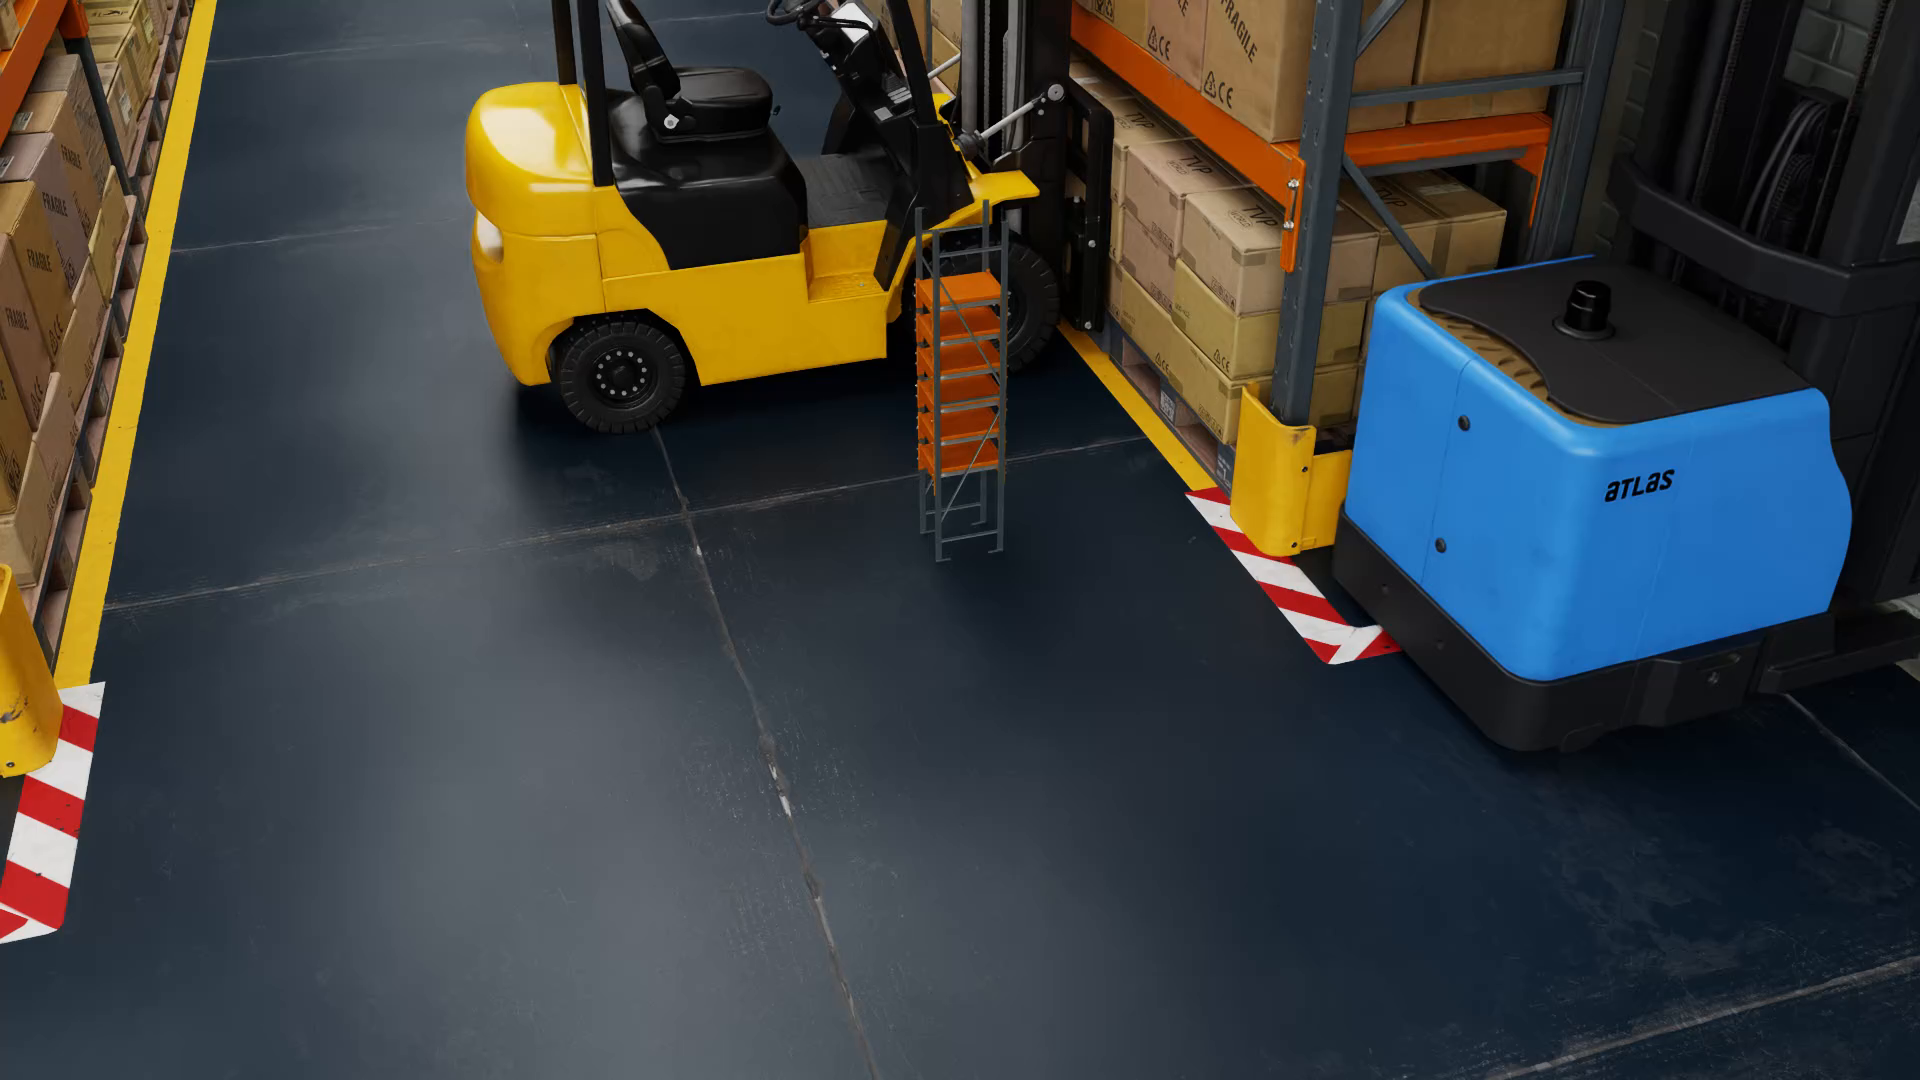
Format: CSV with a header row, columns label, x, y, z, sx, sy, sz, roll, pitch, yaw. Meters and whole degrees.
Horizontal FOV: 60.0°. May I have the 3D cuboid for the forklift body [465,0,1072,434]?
label,x,y,z,sx,sy,sz,roll,pitch,yaw
forklift body,-0.776,-1.721,6.403,2.313,2.155,1.214,-10,35,-15

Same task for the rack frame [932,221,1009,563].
label,x,y,z,sx,sy,sz,roll,pitch,yaw
rack frame,0.032,-0.445,5.335,0.240,1.200,0.006,-10,35,-15

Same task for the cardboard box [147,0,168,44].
label,x,y,z,sx,sy,sz,roll,pitch,yaw
cardboard box,-5.231,-3.144,9.790,0.950,0.372,0.625,-11,35,-16

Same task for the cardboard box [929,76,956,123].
label,x,y,z,sx,sy,sz,roll,pitch,yaw
cardboard box,0.151,-2.205,8.479,0.500,0.250,0.500,-10,35,-14

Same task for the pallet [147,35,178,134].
label,x,y,z,sx,sy,sz,roll,pitch,yaw
pallet,-5.021,-2.536,9.397,1.003,0.211,1.213,-10,35,-15

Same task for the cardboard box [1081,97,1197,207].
label,x,y,z,sx,sy,sz,roll,pitch,yaw
cardboard box,0.777,-1.551,6.582,0.500,0.250,0.500,-10,35,-14

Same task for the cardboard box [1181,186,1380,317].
label,x,y,z,sx,sy,sz,roll,pitch,yaw
cardboard box,1.102,-1.021,5.780,0.500,0.250,0.500,-9,34,-13

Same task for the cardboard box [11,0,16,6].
label,x,y,z,sx,sy,sz,roll,pitch,yaw
cardboard box,-3.931,-2.147,6.507,0.380,0.149,0.250,-10,35,-14

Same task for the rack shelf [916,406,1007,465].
label,x,y,z,sx,sy,sz,roll,pitch,yaw
rack shelf,0.004,-0.356,5.498,0.258,0.103,0.180,-10,35,-15

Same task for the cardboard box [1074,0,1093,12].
label,x,y,z,sx,sy,sz,roll,pitch,yaw
cardboard box,0.669,-2.447,6.642,0.500,0.500,0.500,-10,35,-14

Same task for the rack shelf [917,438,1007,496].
label,x,y,z,sx,sy,sz,roll,pitch,yaw
rack shelf,0.004,-0.256,5.565,0.258,0.103,0.180,-10,35,-15

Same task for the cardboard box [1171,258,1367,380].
label,x,y,z,sx,sy,sz,roll,pitch,yaw
cardboard box,1.093,-0.826,5.938,0.500,0.250,0.500,-10,35,-15

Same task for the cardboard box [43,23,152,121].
label,x,y,z,sx,sy,sz,roll,pitch,yaw
cardboard box,-4.792,-2.380,8.634,0.950,0.372,0.625,-8,34,-12

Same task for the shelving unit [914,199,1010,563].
label,x,y,z,sx,sy,sz,roll,pitch,yaw
shelving unit,0.004,-0.493,5.408,0.258,1.200,0.189,-10,35,-15

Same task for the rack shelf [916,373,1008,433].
label,x,y,z,sx,sy,sz,roll,pitch,yaw
rack shelf,0.004,-0.456,5.432,0.258,0.103,0.180,-10,35,-15

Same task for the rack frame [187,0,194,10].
label,x,y,z,sx,sy,sz,roll,pitch,yaw
rack frame,-5.627,-4.750,10.217,1.000,3.000,0.127,-10,35,-15

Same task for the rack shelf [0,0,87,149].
label,x,y,z,sx,sy,sz,roll,pitch,yaw
rack shelf,-3.797,-1.299,5.648,1.077,0.370,4.000,-10,35,-15

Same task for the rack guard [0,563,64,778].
label,x,y,z,sx,sy,sz,roll,pitch,yaw
rack guard,-3.210,0.454,4.610,1.175,0.500,0.348,-10,35,-15

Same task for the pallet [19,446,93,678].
label,x,y,z,sx,sy,sz,roll,pitch,yaw
pallet,-3.424,0.142,5.344,1.003,0.211,1.213,-10,35,-15

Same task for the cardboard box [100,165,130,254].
label,x,y,z,sx,sy,sz,roll,pitch,yaw
cardboard box,-3.970,-1.412,7.280,0.500,0.250,0.500,-8,34,-13

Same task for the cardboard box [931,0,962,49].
label,x,y,z,sx,sy,sz,roll,pitch,yaw
cardboard box,0.168,-2.625,8.207,0.500,0.250,0.500,-11,35,-15

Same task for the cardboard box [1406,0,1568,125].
label,x,y,z,sx,sy,sz,roll,pitch,yaw
cardboard box,1.653,-1.735,5.563,0.500,0.500,0.500,-9,34,-13

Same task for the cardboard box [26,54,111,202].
label,x,y,z,sx,sy,sz,roll,pitch,yaw
cardboard box,-3.971,-1.725,7.072,0.500,0.500,0.500,-10,35,-15

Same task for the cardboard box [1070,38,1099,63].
label,x,y,z,sx,sy,sz,roll,pitch,yaw
cardboard box,0.477,-2.095,7.406,0.500,0.250,0.500,-9,34,-13

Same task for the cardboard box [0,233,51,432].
label,x,y,z,sx,sy,sz,roll,pitch,yaw
cardboard box,-3.341,-0.646,5.440,0.500,0.500,0.500,-11,35,-17

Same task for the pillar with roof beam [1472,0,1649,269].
label,x,y,z,sx,sy,sz,roll,pitch,yaw
pillar with roof beam,-1.915,-3.682,3.160,9.100,9.000,0.400,-10,35,-15

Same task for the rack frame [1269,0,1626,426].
label,x,y,z,sx,sy,sz,roll,pitch,yaw
rack frame,1.539,-1.386,5.127,1.000,3.000,0.127,-10,35,-15

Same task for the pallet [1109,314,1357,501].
label,x,y,z,sx,sy,sz,roll,pitch,yaw
pallet,1.266,-0.617,6.492,1.003,0.211,1.213,-10,35,-15

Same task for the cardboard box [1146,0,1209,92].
label,x,y,z,sx,sy,sz,roll,pitch,yaw
cardboard box,0.990,-1.916,5.838,0.500,0.500,0.500,-9,34,-13

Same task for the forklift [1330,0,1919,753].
label,x,y,z,sx,sy,sz,roll,pitch,yaw
forklift,2.790,-1.104,4.761,3.031,2.935,1.130,-11,35,-17

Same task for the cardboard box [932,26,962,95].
label,x,y,z,sx,sy,sz,roll,pitch,yaw
cardboard box,0.173,-2.417,8.346,0.500,0.250,0.500,-10,35,-15

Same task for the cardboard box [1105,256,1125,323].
label,x,y,z,sx,sy,sz,roll,pitch,yaw
cardboard box,0.808,-1.135,6.859,0.500,0.250,0.500,-10,35,-14

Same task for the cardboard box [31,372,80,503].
label,x,y,z,sx,sy,sz,roll,pitch,yaw
cardboard box,-3.318,-0.317,5.622,0.500,0.250,0.500,-9,34,-13

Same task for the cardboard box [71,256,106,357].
label,x,y,z,sx,sy,sz,roll,pitch,yaw
cardboard box,-3.648,-0.867,6.454,0.500,0.250,0.500,-9,35,-14

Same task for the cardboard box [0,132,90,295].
label,x,y,z,sx,sy,sz,roll,pitch,yaw
cardboard box,-3.657,-1.190,6.264,0.500,0.500,0.500,-8,34,-12

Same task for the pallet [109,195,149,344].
label,x,y,z,sx,sy,sz,roll,pitch,yaw
pallet,-4.168,-1.139,7.283,1.003,0.211,1.213,-10,35,-15

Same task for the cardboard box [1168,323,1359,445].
label,x,y,z,sx,sy,sz,roll,pitch,yaw
cardboard box,1.095,-0.608,6.062,0.500,0.250,0.500,-10,35,-14

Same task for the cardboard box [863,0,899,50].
label,x,y,z,sx,sy,sz,roll,pitch,yaw
cardboard box,-0.080,-3.351,9.874,0.875,0.625,0.625,-10,35,-15

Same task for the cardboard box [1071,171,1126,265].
label,x,y,z,sx,sy,sz,roll,pitch,yaw
cardboard box,0.773,-1.358,6.744,0.500,0.250,0.500,-11,35,-16

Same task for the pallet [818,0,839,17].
label,x,y,z,sx,sy,sz,roll,pitch,yaw
pallet,-0.319,-3.345,10.620,1.003,0.211,1.213,-10,35,-15
